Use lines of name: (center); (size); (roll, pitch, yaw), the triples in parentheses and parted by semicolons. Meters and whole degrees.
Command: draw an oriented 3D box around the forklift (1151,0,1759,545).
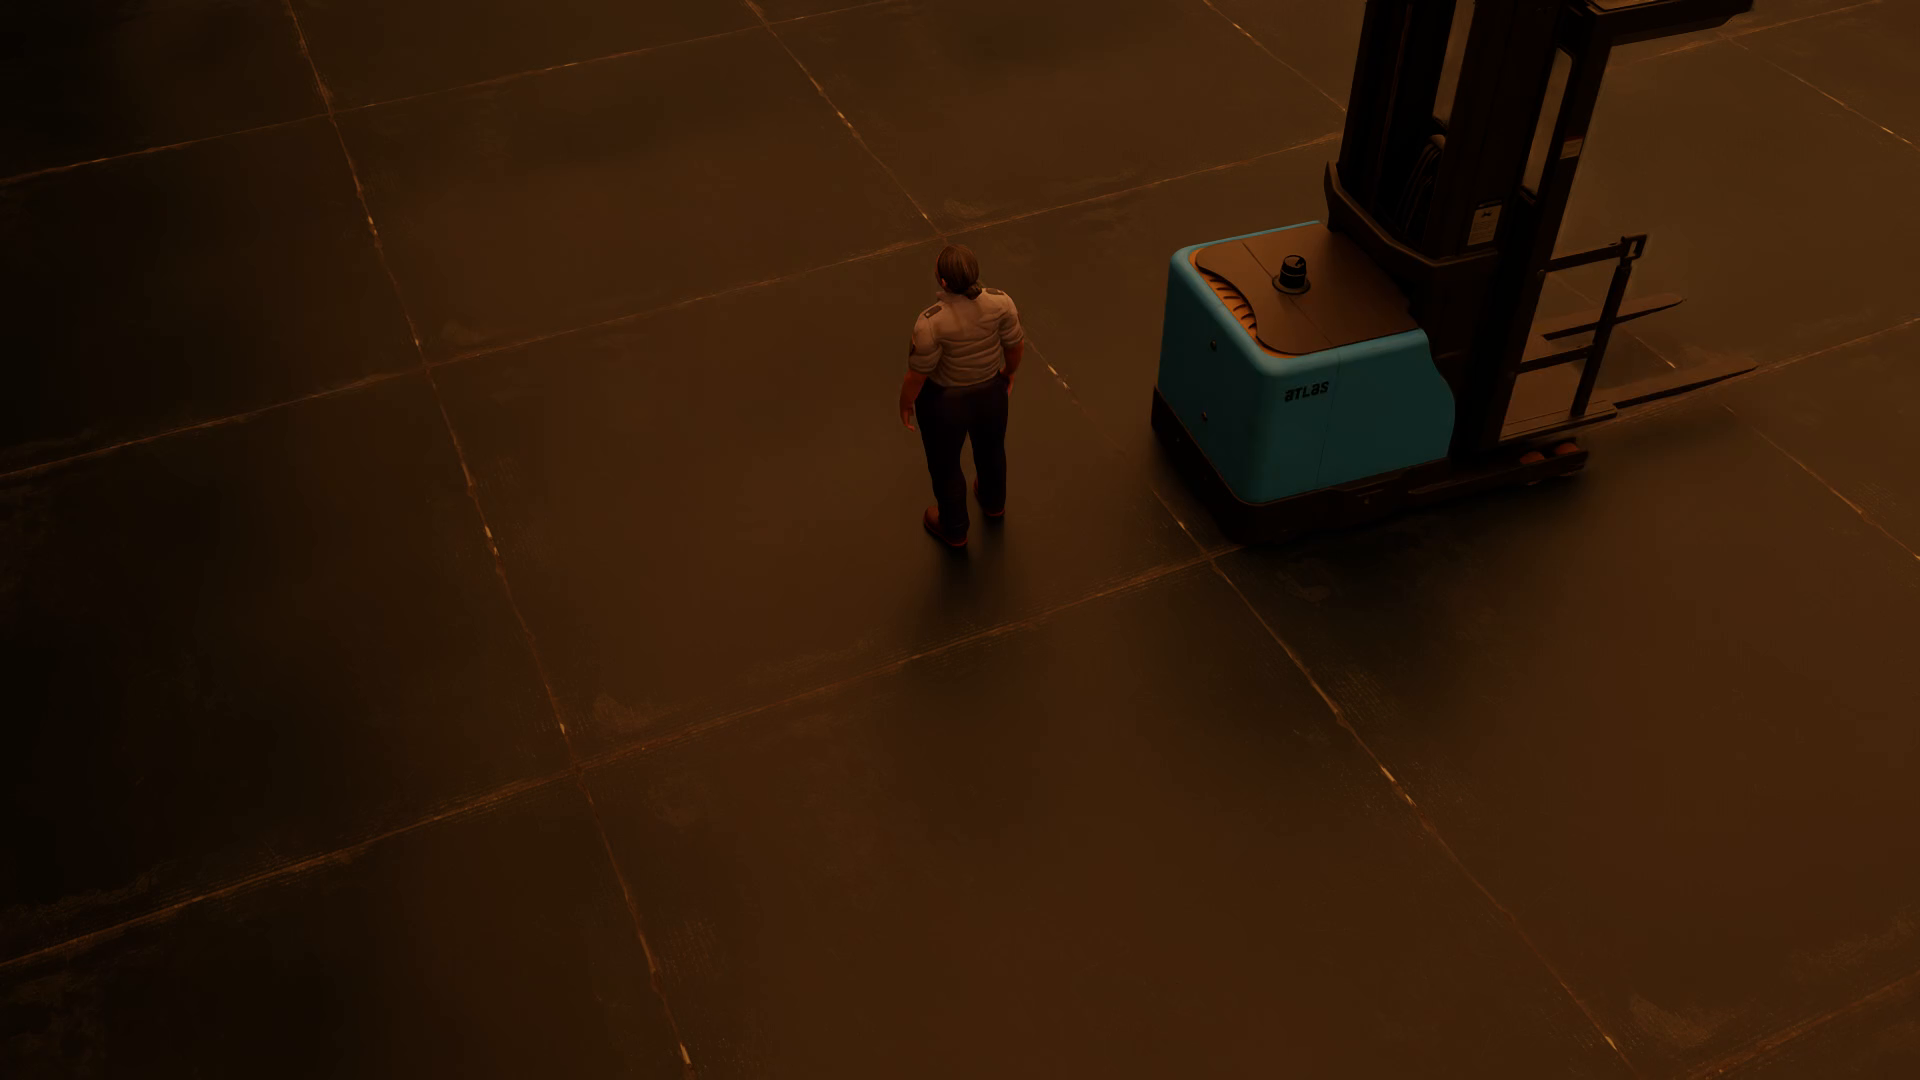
forklift: (2.531, -1.665, 7.464); (3.031, 2.935, 1.130); (-14, 45, -14)

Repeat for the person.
person: (-0.017, -0.669, 7.327); (0.599, 1.650, 0.503); (-18, 46, -18)
